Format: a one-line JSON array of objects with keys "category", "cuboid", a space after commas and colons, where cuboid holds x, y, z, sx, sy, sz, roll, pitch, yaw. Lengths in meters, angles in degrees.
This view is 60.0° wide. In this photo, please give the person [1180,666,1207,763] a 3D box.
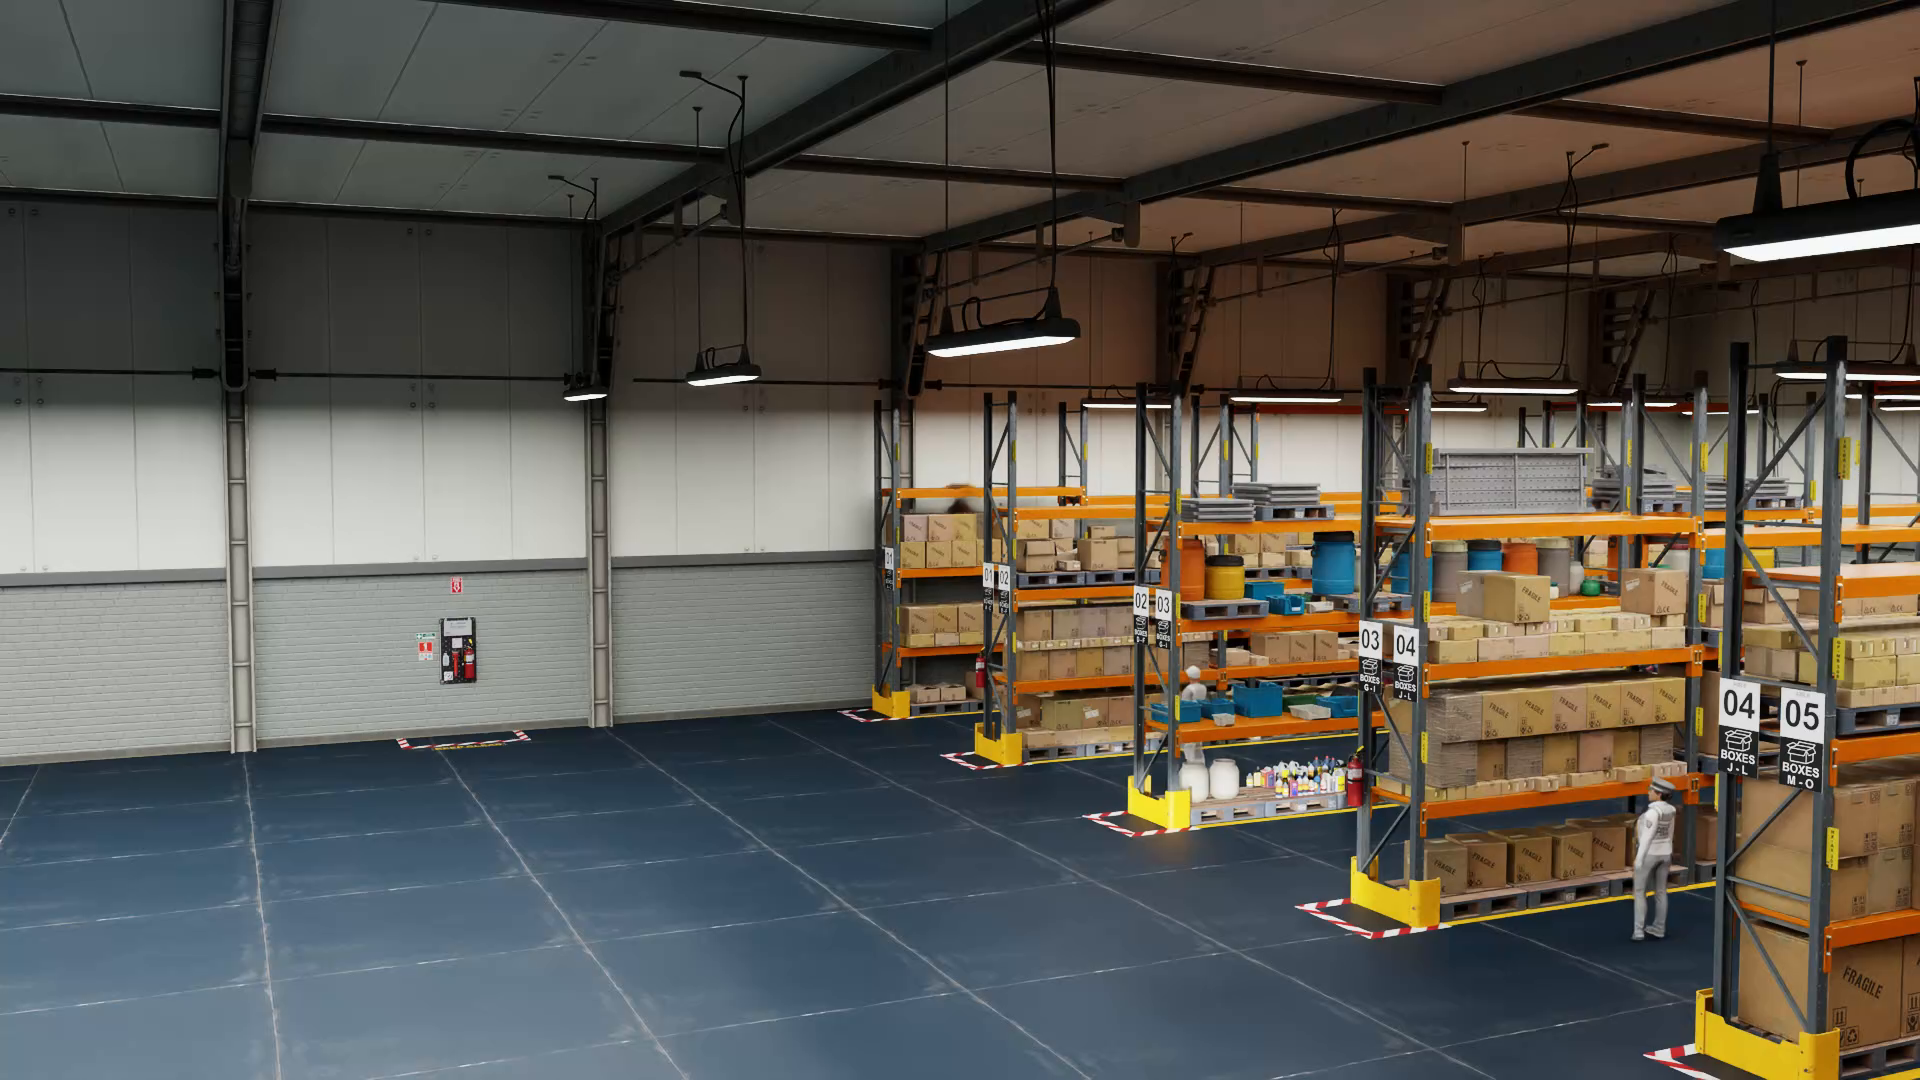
[{"category": "person", "cuboid": [3.509, 2.811, 25.258, 0.408, 1.820, 0.561, 2, 4, 26]}]

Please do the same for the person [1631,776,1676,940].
[{"category": "person", "cuboid": [7.228, 3.326, 17.360, 0.544, 1.729, 0.385, -1, 4, -20]}]
